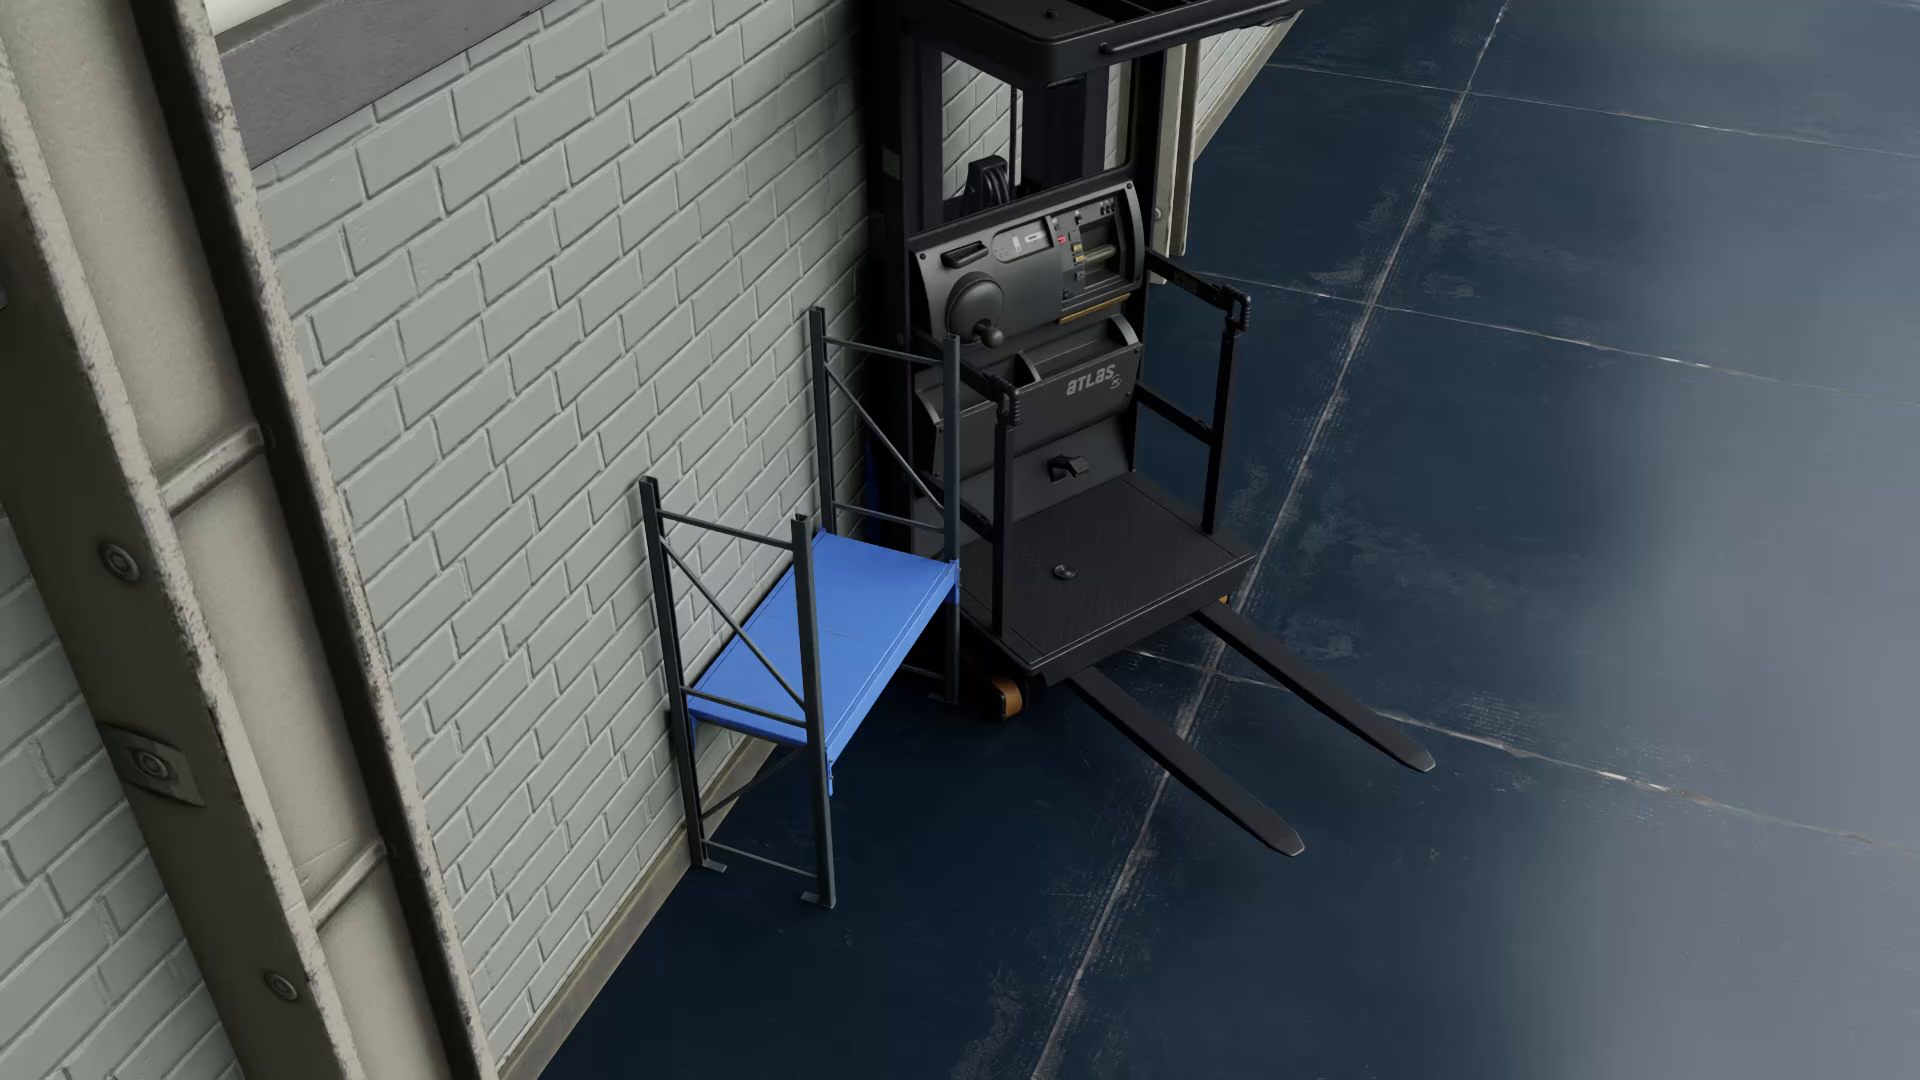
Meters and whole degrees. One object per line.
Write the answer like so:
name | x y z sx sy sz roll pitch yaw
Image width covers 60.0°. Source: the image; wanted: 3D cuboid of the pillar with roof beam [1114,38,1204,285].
pillar with roof beam | 4.954 -4.072 4.682 9.100 9.000 0.400 14 39 18

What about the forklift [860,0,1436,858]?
forklift | 0.376 -0.872 5.468 1.130 2.935 3.031 -24 43 -29

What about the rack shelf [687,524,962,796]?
rack shelf | -0.432 0.354 5.325 0.538 0.185 1.000 14 39 18

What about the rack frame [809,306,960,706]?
rack frame | -0.238 -0.072 5.593 0.500 1.500 0.032 14 39 18

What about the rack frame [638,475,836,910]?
rack frame | -0.626 0.491 4.841 0.500 1.500 0.032 14 39 18

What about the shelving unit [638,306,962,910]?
shelving unit | -0.432 0.210 5.217 0.538 1.500 1.048 14 39 18
